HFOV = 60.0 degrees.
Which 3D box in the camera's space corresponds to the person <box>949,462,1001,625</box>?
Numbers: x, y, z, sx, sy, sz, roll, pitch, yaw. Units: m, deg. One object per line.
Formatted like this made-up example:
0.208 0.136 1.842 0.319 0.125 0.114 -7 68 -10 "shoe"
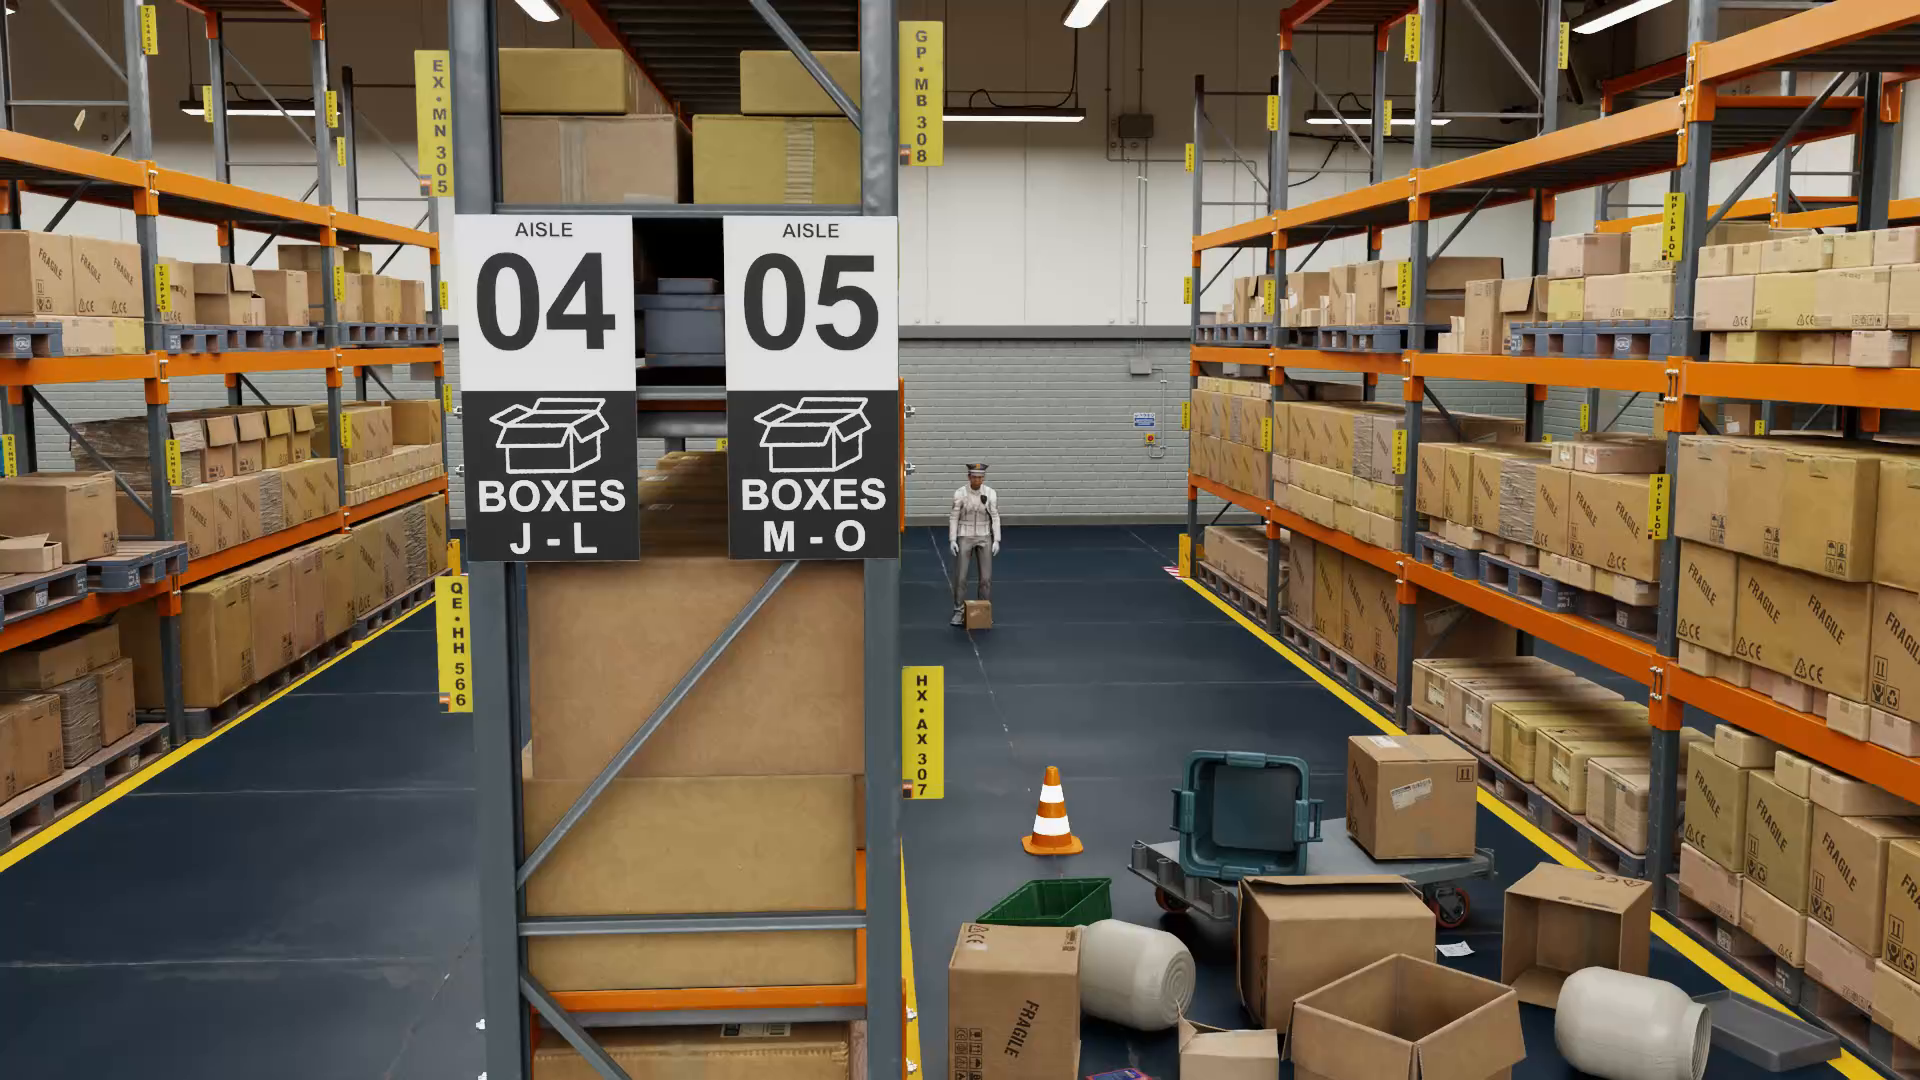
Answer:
0.152 0.026 17.018 0.529 1.664 0.371 0 7 -3 "person"
